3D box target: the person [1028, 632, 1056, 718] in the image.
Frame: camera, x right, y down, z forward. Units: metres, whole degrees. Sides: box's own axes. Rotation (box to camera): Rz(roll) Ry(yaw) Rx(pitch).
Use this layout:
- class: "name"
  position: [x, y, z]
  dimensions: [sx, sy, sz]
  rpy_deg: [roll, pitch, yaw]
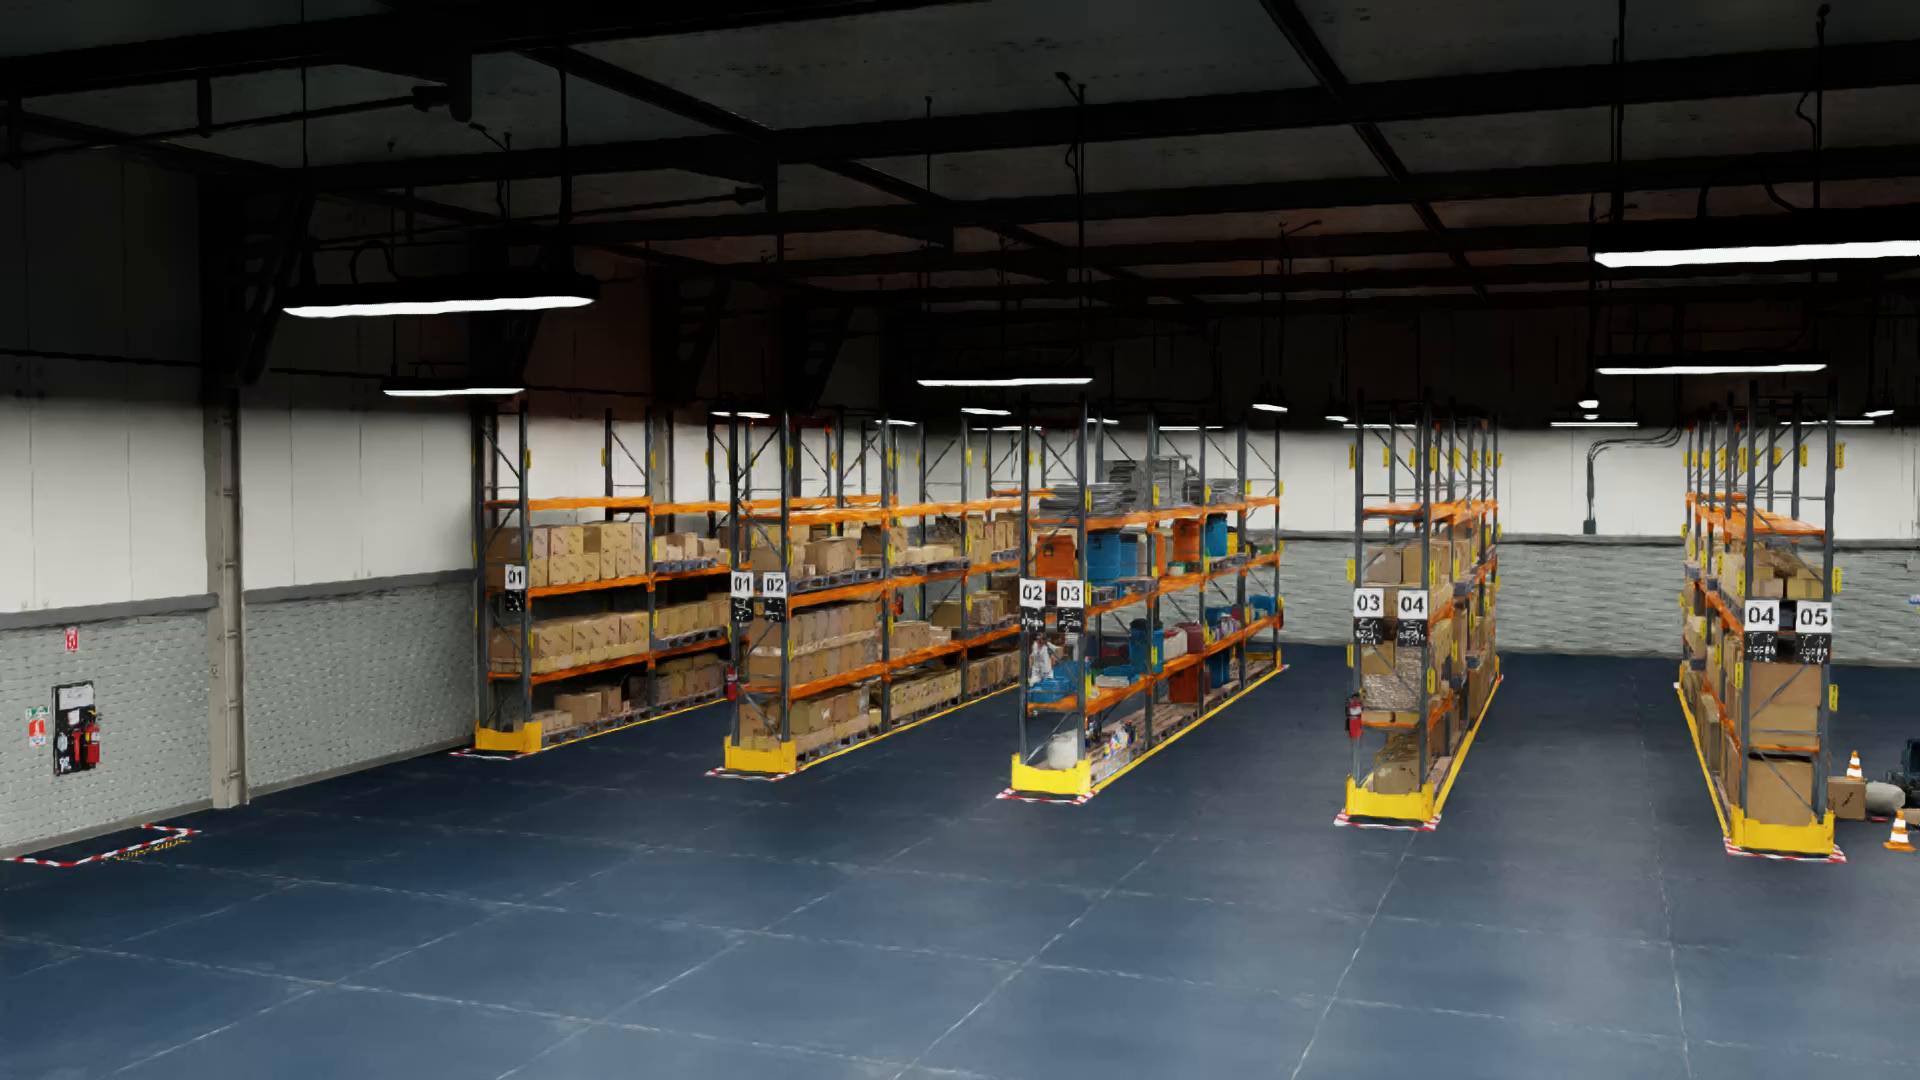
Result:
- class: "person"
  position: [1.598, 2.560, 32.334]
  dimensions: [0.567, 1.736, 1.044]
  rpy_deg: [1, 3, 20]

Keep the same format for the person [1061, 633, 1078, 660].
- class: "person"
  position: [2.555, 2.311, 37.748]
  dimensions: [0.542, 1.675, 1.126]
  rpy_deg: [1, 3, 23]
